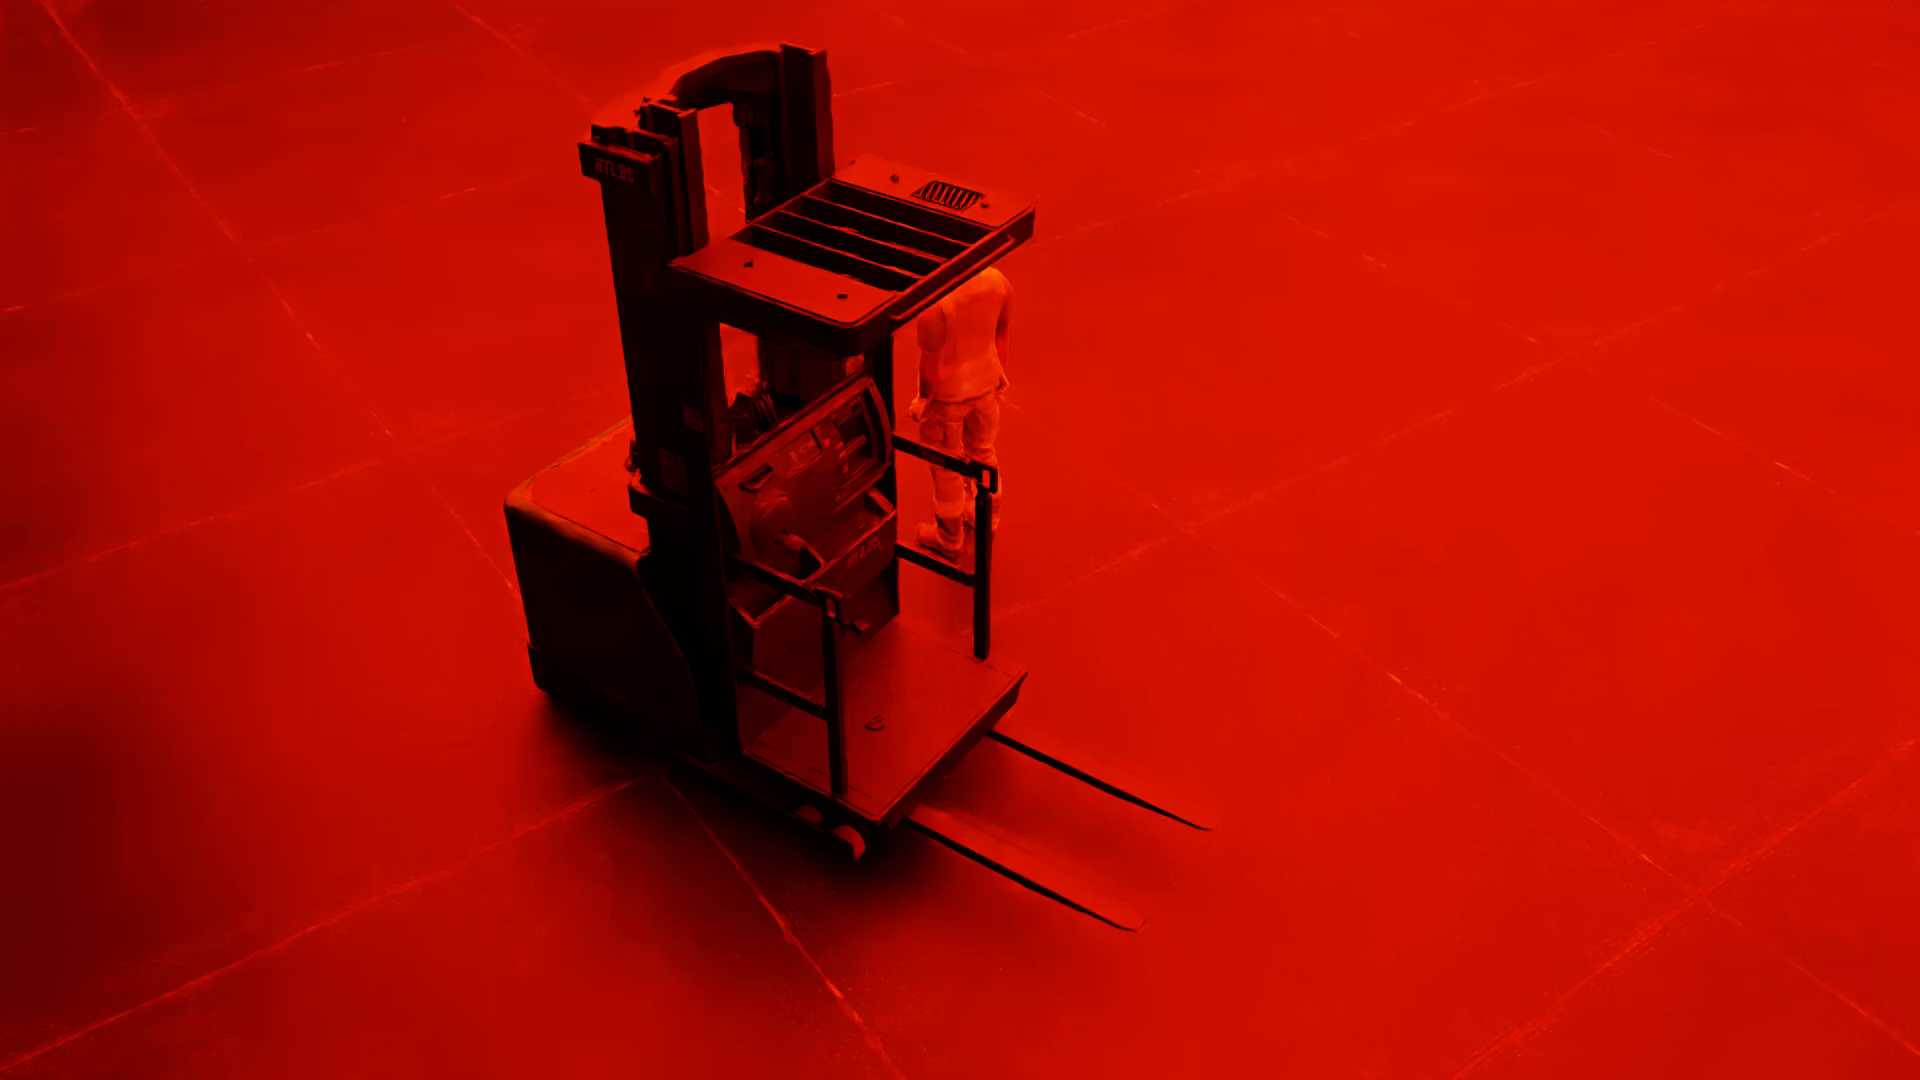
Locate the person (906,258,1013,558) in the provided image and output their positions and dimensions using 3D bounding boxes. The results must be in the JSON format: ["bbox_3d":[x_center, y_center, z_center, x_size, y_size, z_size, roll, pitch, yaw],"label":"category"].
[{"bbox_3d":[-0.013,-0.730,7.891,0.540,1.795,0.349,-23,42,-28],"label":"person"}]

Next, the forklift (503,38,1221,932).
[{"bbox_3d":[-0.406,-0.239,6.268,3.031,2.935,1.130,22,42,27],"label":"forklift"}]
